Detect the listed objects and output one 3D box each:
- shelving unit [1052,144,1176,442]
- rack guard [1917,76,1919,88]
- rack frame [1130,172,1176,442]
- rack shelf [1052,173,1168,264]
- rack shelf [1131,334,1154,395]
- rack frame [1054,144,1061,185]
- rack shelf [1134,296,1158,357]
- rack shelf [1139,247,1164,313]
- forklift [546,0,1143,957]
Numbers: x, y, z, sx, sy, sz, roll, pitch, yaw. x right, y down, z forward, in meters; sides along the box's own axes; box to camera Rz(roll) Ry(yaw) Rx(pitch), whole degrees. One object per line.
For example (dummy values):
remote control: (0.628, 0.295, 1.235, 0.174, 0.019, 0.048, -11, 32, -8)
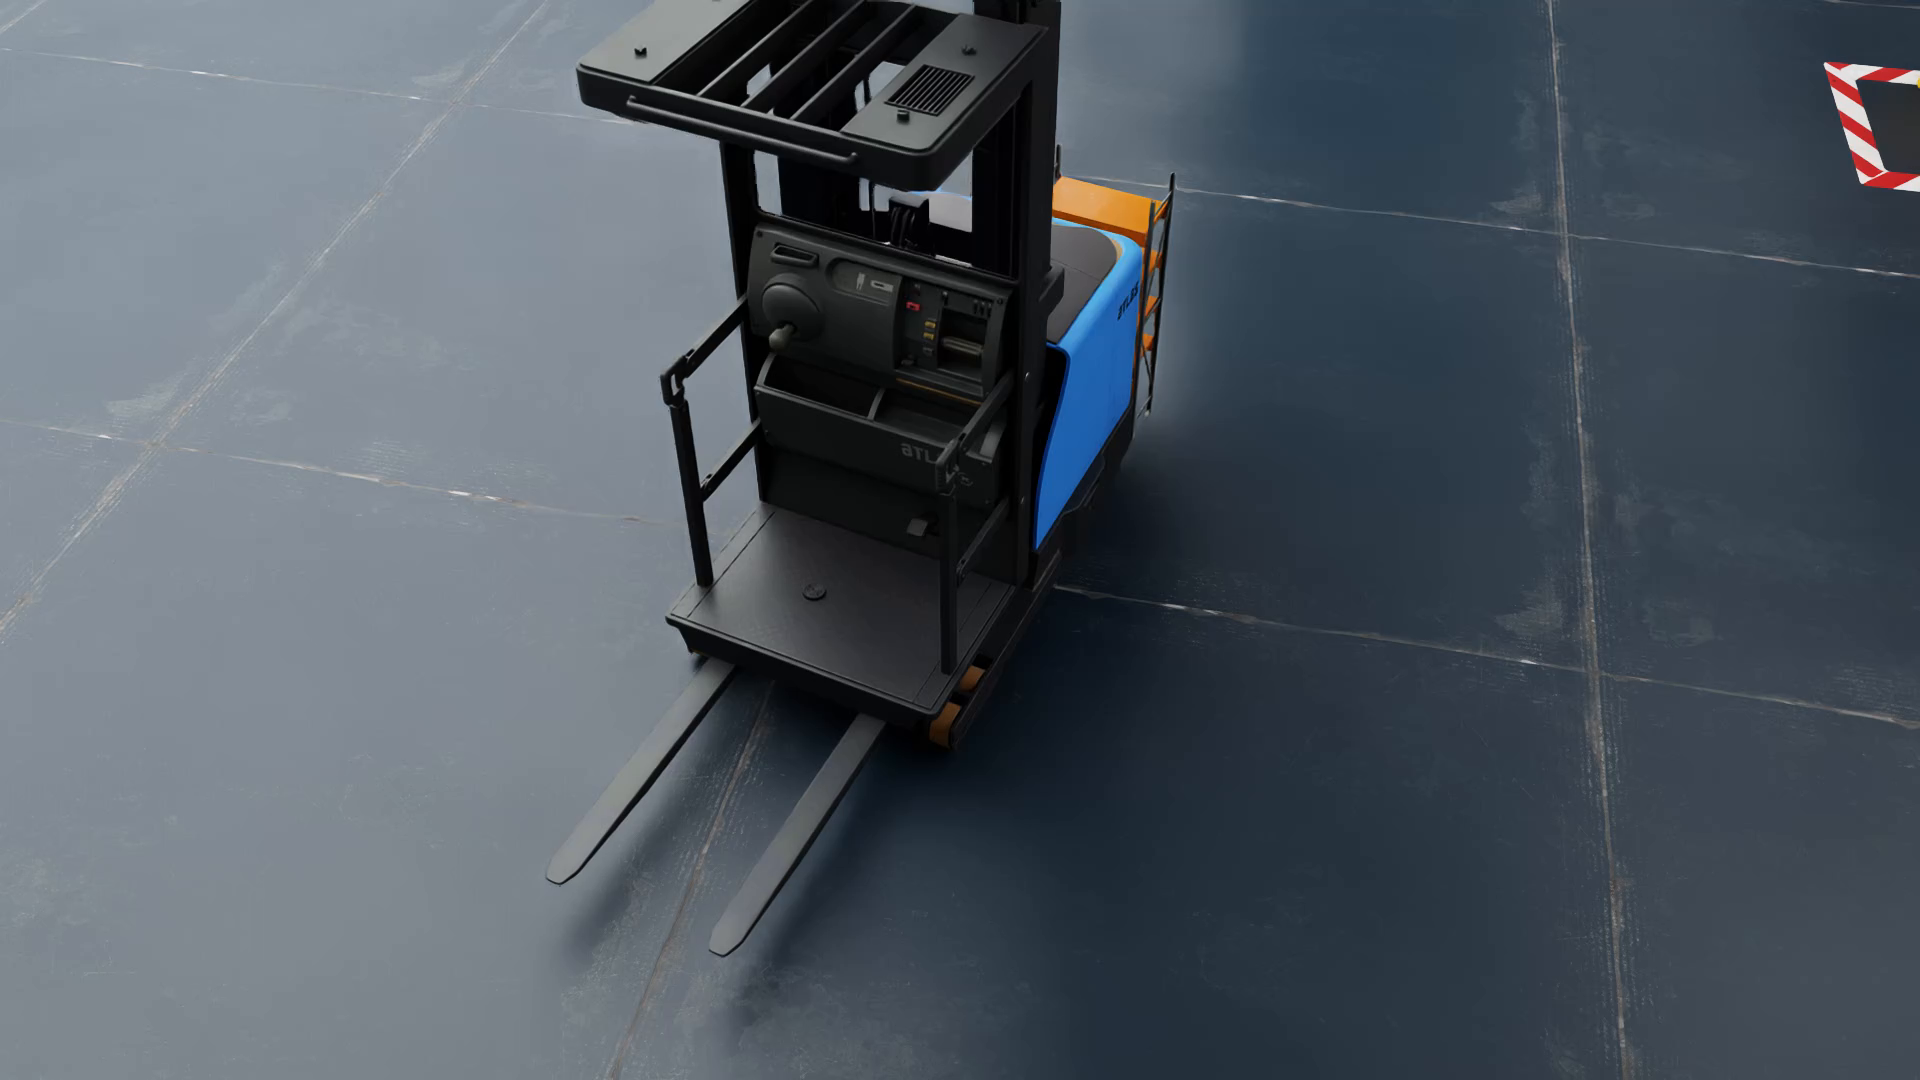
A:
shelving unit: (0.567, -1.007, 6.930, 0.503, 1.200, 0.258, 19, 47, 18)
rack guard: (5.492, -2.399, 8.881, 0.348, 0.500, 1.175, 9, 45, 9)
rack frame: (0.787, -0.933, 6.853, 0.015, 1.200, 0.240, 19, 47, 18)
rack shelf: (0.567, -1.290, 6.658, 0.480, 0.148, 0.258, 19, 47, 18)
rack shelf: (0.567, -0.815, 7.114, 0.480, 0.148, 0.258, 19, 47, 18)
rack frame: (0.347, -1.080, 7.007, 0.015, 1.200, 0.240, 19, 47, 18)
rack shelf: (0.567, -0.958, 6.977, 0.480, 0.148, 0.258, 19, 47, 18)
rack shelf: (0.567, -1.119, 6.822, 0.480, 0.148, 0.258, 19, 47, 18)
forklift: (-0.370, -0.663, 5.325, 1.130, 2.935, 3.031, 18, 47, 18)
